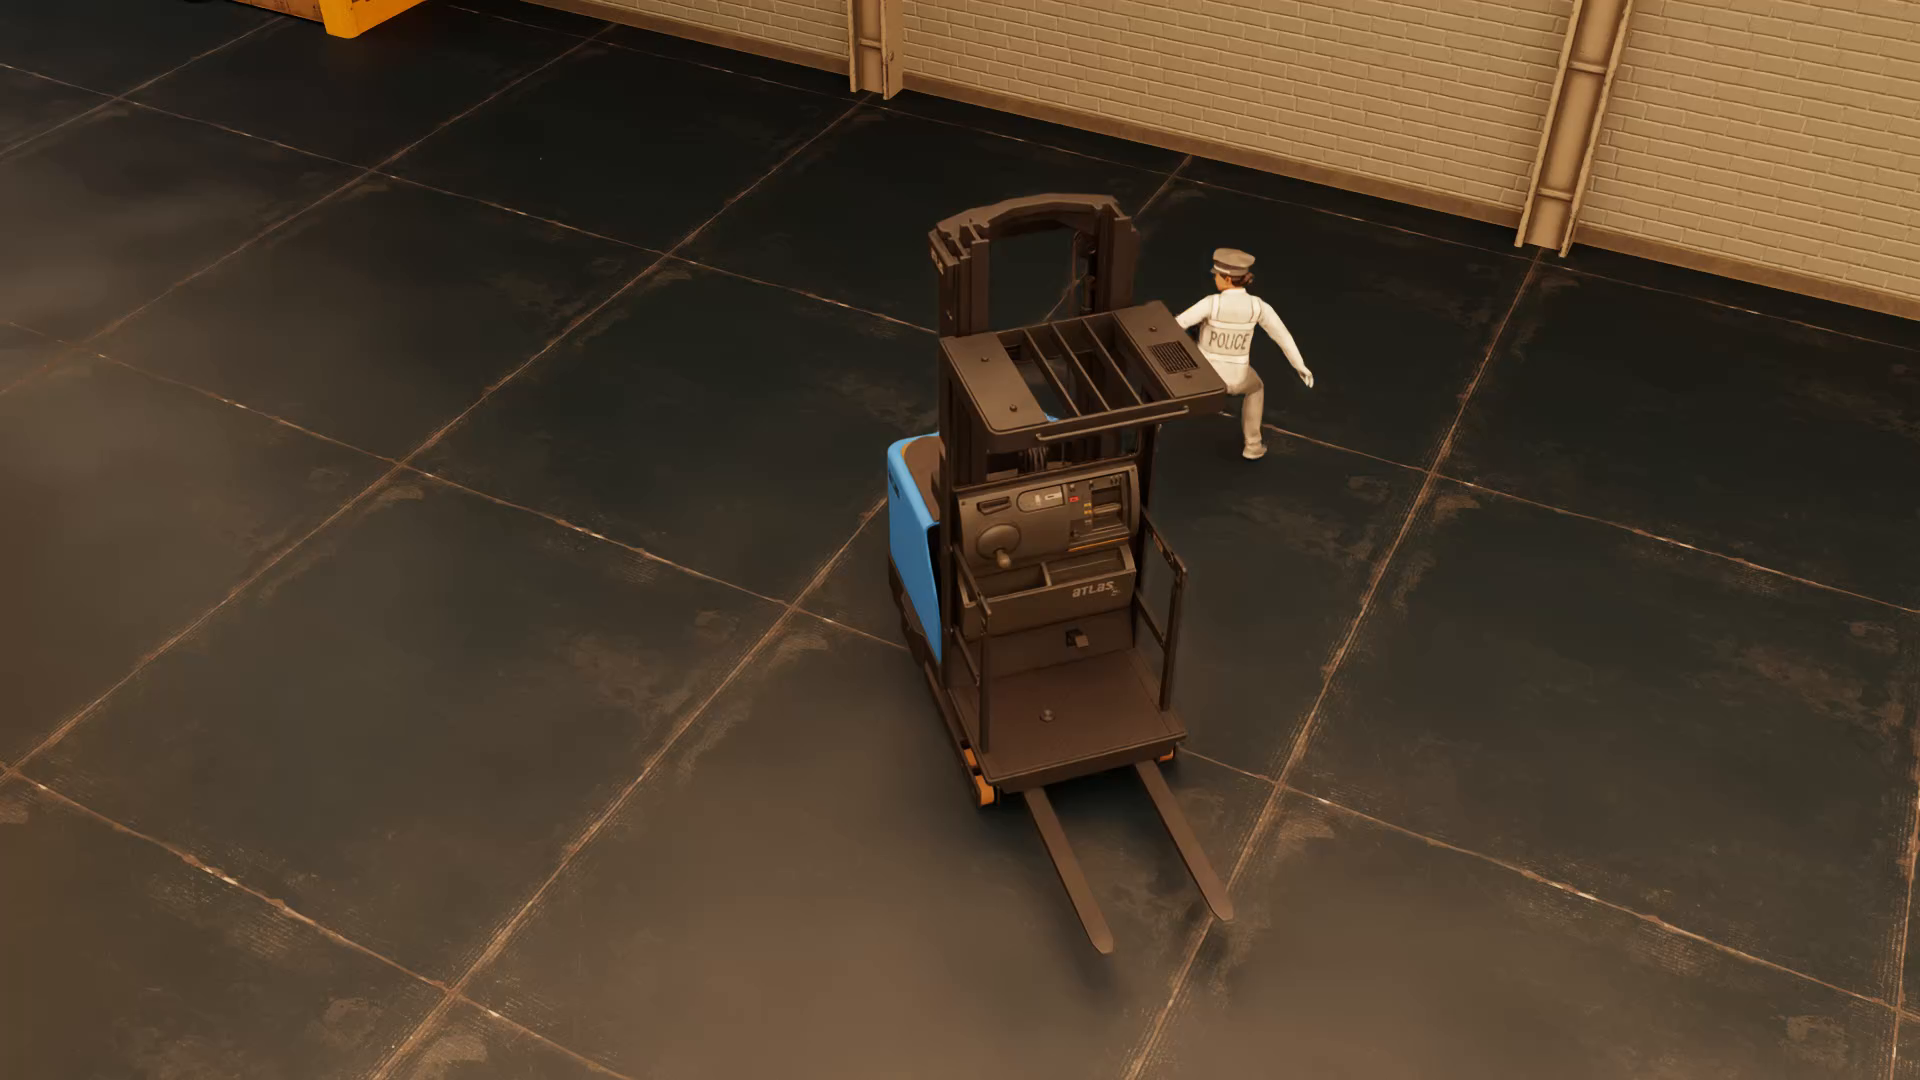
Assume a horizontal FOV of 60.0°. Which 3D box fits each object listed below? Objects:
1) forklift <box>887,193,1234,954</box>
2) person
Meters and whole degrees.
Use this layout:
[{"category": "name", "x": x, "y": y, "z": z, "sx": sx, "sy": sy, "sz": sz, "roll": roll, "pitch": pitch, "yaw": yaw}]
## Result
[{"category": "forklift", "x": 0.511, "y": -0.039, "z": 8.033, "sx": 1.130, "sy": 2.935, "sz": 3.031, "roll": -12, "pitch": 41, "yaw": -13}, {"category": "person", "x": 1.665, "y": -1.085, "z": 10.425, "sx": 1.077, "sy": 1.562, "sz": 0.472, "roll": 1, "pitch": 40, "yaw": 2}]
